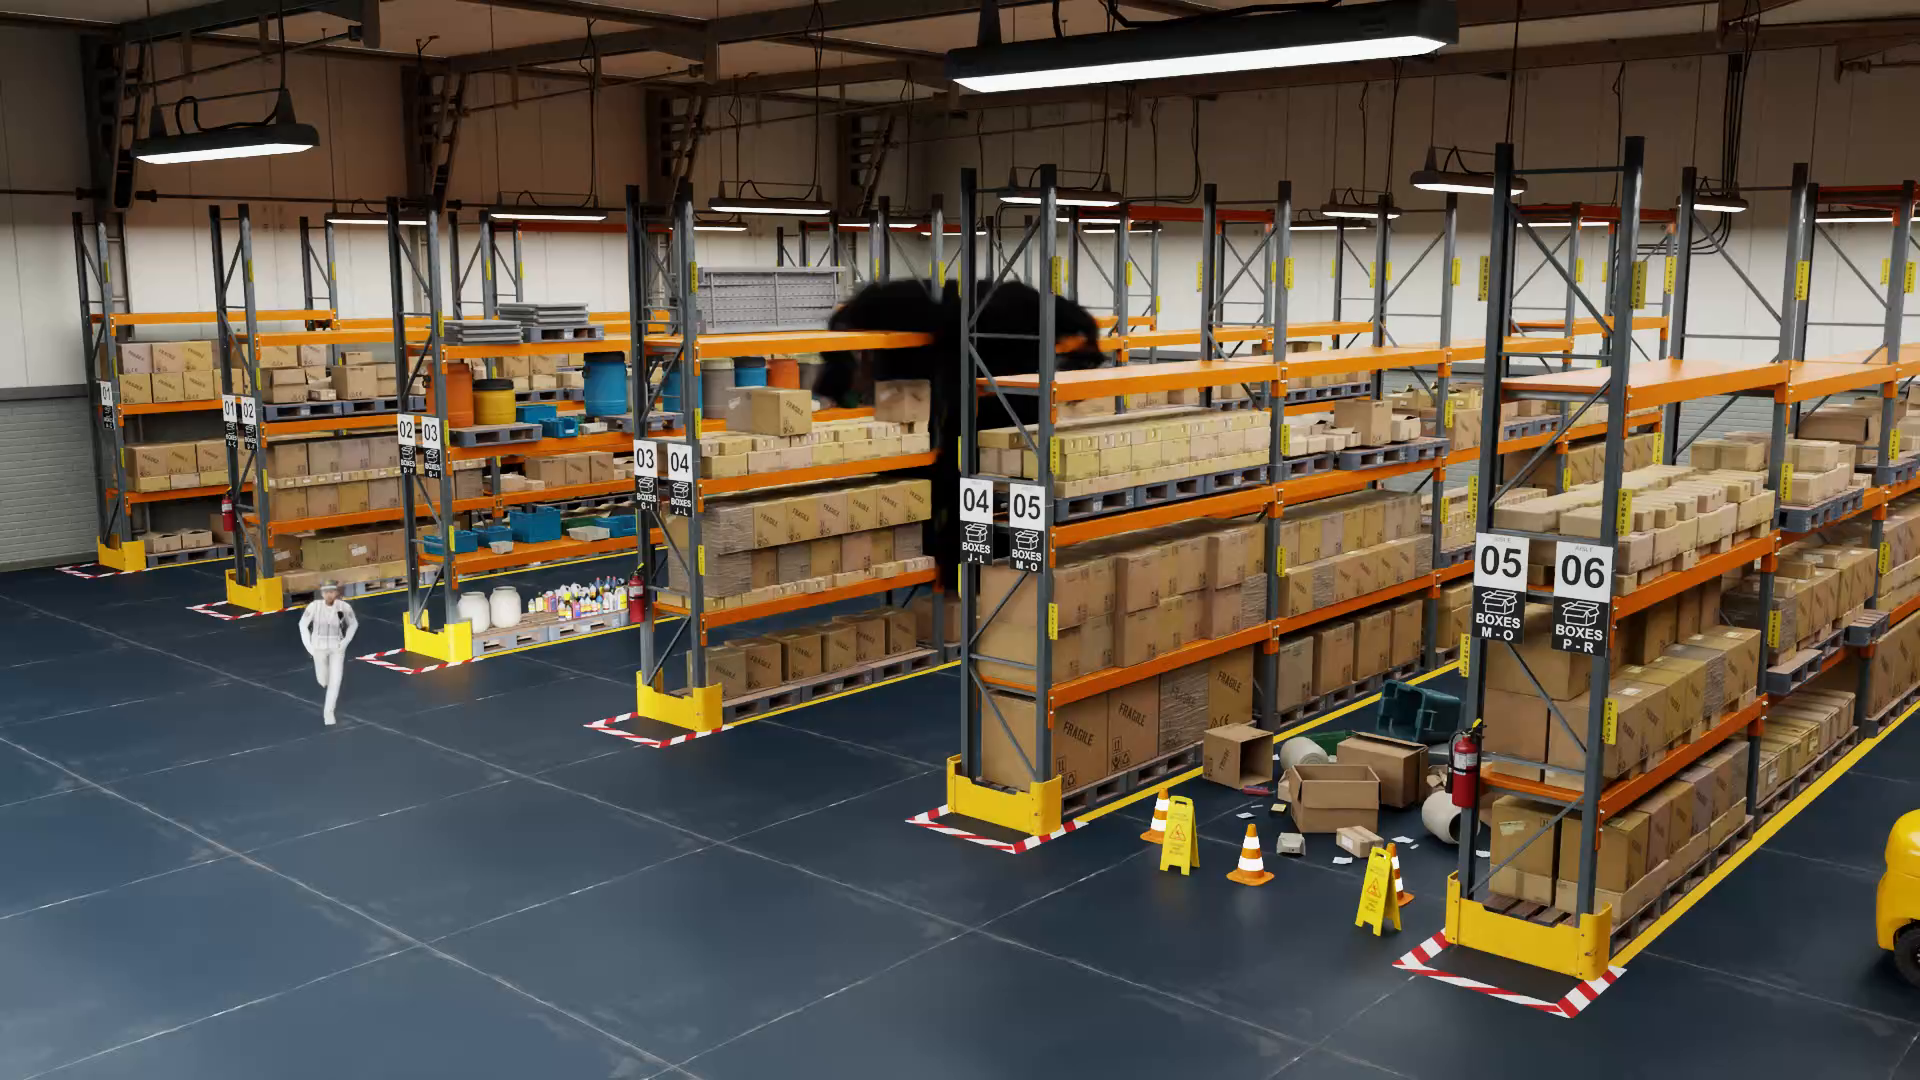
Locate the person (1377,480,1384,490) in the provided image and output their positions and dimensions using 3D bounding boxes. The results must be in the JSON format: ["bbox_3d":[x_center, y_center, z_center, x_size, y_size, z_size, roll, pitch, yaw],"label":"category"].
[{"bbox_3d":[6.937,-0.218,27.817,0.645,1.599,0.603,8,12,38],"label":"person"}]

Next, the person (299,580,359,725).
[{"bbox_3d":[-7.214,1.236,19.057,0.634,1.671,0.772,-3,10,-17],"label":"person"}]
